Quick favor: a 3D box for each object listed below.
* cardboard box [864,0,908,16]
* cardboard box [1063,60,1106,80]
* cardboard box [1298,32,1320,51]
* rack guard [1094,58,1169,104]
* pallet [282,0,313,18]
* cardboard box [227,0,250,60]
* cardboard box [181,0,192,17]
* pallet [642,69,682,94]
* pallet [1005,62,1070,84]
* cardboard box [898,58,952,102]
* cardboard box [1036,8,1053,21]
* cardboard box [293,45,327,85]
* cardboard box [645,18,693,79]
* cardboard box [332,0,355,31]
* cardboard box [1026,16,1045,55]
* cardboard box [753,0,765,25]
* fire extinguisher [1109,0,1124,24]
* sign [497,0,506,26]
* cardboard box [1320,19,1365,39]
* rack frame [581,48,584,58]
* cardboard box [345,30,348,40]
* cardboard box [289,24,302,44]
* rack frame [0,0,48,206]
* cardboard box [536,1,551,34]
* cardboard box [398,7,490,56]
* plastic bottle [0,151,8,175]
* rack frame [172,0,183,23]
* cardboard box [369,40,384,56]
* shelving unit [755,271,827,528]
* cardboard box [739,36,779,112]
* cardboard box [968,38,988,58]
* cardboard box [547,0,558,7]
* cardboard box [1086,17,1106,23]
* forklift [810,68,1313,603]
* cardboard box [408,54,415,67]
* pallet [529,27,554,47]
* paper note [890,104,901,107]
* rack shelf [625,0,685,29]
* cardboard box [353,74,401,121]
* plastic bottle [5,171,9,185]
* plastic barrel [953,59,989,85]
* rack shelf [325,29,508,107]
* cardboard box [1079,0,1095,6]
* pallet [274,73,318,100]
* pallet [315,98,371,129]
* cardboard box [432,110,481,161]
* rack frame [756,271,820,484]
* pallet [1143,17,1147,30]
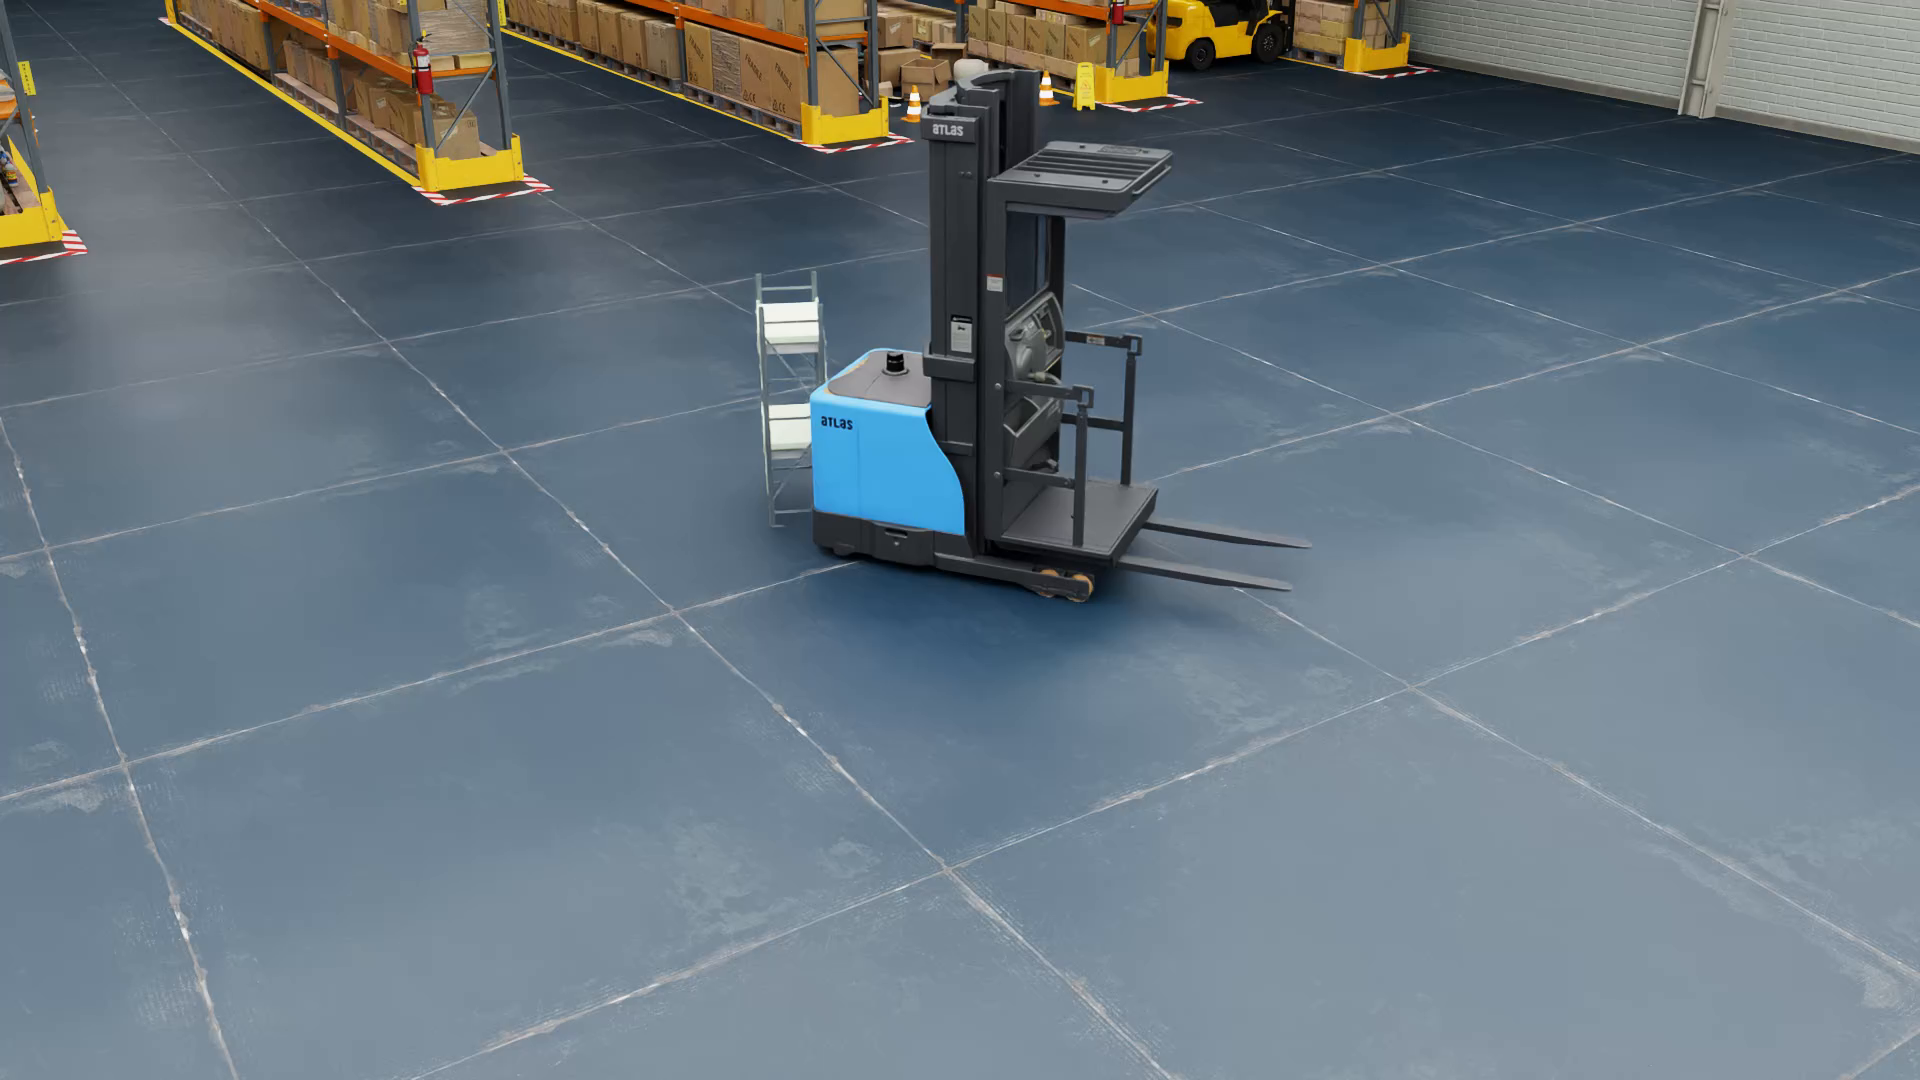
[{"bbox_3d":[-1.497,-9.531,30.012,0.950,0.372,0.625,-18,31,-33],"label":"cardboard box"},{"bbox_3d":[1.890,-7.054,24.907,0.500,0.250,0.500,-16,29,-30],"label":"cardboard box"},{"bbox_3d":[5.942,-8.251,27.444,0.500,0.250,0.500,-16,29,-30],"label":"cardboard box"},{"bbox_3d":[2.528,-6.769,24.503,1.175,0.500,0.348,-16,29,-30],"label":"rack guard"},{"bbox_3d":[-8.986,-7.639,23.643,1.003,0.211,1.213,-16,29,-30],"label":"pallet"},{"bbox_3d":[-10.940,-8.226,26.658,1.225,0.875,0.875,-15,29,-29],"label":"cardboard box"},{"bbox_3d":[-14.051,-10.304,31.061,0.875,0.875,0.875,-16,29,-30],"label":"cardboard box"},{"bbox_3d":[-4.190,-7.111,25.565,1.003,0.211,1.213,-16,29,-30],"label":"pallet"},{"bbox_3d":[1.453,-7.373,26.121,1.003,0.211,1.213,-16,29,-30],"label":"pallet"},{"bbox_3d":[-0.510,-6.782,24.526,0.637,0.503,0.797,7,26,15],"label":"cardboard box"},{"bbox_3d":[1.380,-7.978,25.227,0.380,0.149,0.250,-14,29,-27],"label":"cardboard box"},{"bbox_3d":[-9.404,-7.062,24.609,0.700,0.500,0.500,-18,31,-34],"label":"cardboard box"},{"bbox_3d":[-4.120,-7.487,25.239,1.050,0.750,0.750,-16,29,-30],"label":"cardboard box"},{"bbox_3d":[-7.480,-6.811,21.198,0.875,0.500,0.500,-16,29,-30],"label":"cardboard box"},{"bbox_3d":[1.357,-7.752,25.507,0.500,0.500,0.500,-16,30,-31],"label":"cardboard box"},{"bbox_3d":[-2.282,-7.294,22.511,0.875,0.550,0.550,-16,29,-30],"label":"cardboard box"},{"bbox_3d":[2.246,-7.689,23.614,0.296,0.674,0.183,-16,29,-30],"label":"fire extinguisher"},{"bbox_3d":[-5.279,-6.081,19.103,0.100,0.325,0.005,-16,29,-30],"label":"sign"},{"bbox_3d":[6.199,-8.304,26.970,0.500,0.250,0.500,-16,30,-30],"label":"cardboard box"},{"bbox_3d":[-5.890,-9.544,27.453,1.000,3.000,0.127,-16,29,-30],"label":"rack frame"},{"bbox_3d":[-7.622,-6.470,21.237,0.380,0.149,0.250,-16,29,-30],"label":"cardboard box"},{"bbox_3d":[-9.710,-7.599,24.868,0.500,0.250,0.500,-14,29,-28],"label":"cardboard box"},{"bbox_3d":[-9.883,-4.409,16.575,1.000,3.000,0.127,-16,29,-30],"label":"rack frame"},{"bbox_3d":[-7.050,-9.150,29.055,0.500,0.500,0.500,-17,30,-32],"label":"cardboard box"},{"bbox_3d":[-6.011,-5.946,19.365,0.875,0.500,0.500,-16,29,-30],"label":"cardboard box"},{"bbox_3d":[-10.964,-4.326,19.080,0.097,0.271,0.097,0,25,0],"label":"plastic bottle"},{"bbox_3d":[-14.468,-11.286,31.143,1.000,3.000,0.127,-16,29,-30],"label":"rack frame"},{"bbox_3d":[-6.969,-6.015,20.272,0.380,0.149,0.250,-16,29,-30],"label":"cardboard box"},{"bbox_3d":[-1.099,-0.929,10.962,0.431,1.500,0.755,-3,25,-7],"label":"shelving unit"},{"bbox_3d":[-2.430,-6.453,22.903,0.875,0.875,0.875,-16,30,-30],"label":"cardboard box"},{"bbox_3d":[0.482,-7.976,26.860,0.500,0.250,0.500,-17,30,-32],"label":"cardboard box"},{"bbox_3d":[-6.767,-9.304,28.503,0.500,0.250,0.500,-15,29,-29],"label":"cardboard box"},{"bbox_3d":[2.059,-7.705,25.409,0.500,0.500,0.500,-17,30,-31],"label":"cardboard box"},{"bbox_3d":[0.634,-1.206,9.872,3.031,2.935,1.130,10,27,20],"label":"forklift"},{"bbox_3d":[-6.198,-5.593,19.377,0.380,0.149,0.250,-16,29,-30],"label":"cardboard box"},{"bbox_3d":[-6.977,-8.999,29.565,1.003,0.211,1.213,-16,29,-30],"label":"pallet"},{"bbox_3d":[-0.933,-6.281,24.021,0.144,0.017,0.142,-6,26,-12],"label":"paper note"},{"bbox_3d":[-4.798,-8.503,26.092,1.077,0.370,4.000,-16,29,-30],"label":"rack shelf"},{"bbox_3d":[-7.732,-5.901,22.172,0.500,0.500,0.500,-17,30,-31],"label":"cardboard box"},{"bbox_3d":[-10.668,-4.100,18.684,0.097,0.201,0.097,0,25,0],"label":"plastic bottle"},{"bbox_3d":[0.174,-7.093,25.280,0.512,0.421,0.421,3,25,6],"label":"plastic barrel"},{"bbox_3d":[-6.825,-5.953,20.689,1.077,0.370,4.000,-16,29,-30],"label":"rack shelf"},{"bbox_3d":[1.955,-7.907,24.281,0.380,0.149,0.250,-16,30,-30],"label":"cardboard box"},{"bbox_3d":[-9.675,-6.883,25.084,1.003,0.211,1.213,-16,29,-30],"label":"pallet"},{"bbox_3d":[-8.343,-6.011,23.235,1.003,0.211,1.213,-16,29,-30],"label":"pallet"},{"bbox_3d":[-6.060,-4.850,19.945,0.500,0.500,0.500,-10,27,-20],"label":"cardboard box"},{"bbox_3d":[-1.148,-1.084,11.290,0.400,1.500,0.023,-3,25,-7],"label":"rack frame"},{"bbox_3d":[4.108,-9.455,30.530,1.003,0.211,1.213,-16,29,-30],"label":"pallet"}]
